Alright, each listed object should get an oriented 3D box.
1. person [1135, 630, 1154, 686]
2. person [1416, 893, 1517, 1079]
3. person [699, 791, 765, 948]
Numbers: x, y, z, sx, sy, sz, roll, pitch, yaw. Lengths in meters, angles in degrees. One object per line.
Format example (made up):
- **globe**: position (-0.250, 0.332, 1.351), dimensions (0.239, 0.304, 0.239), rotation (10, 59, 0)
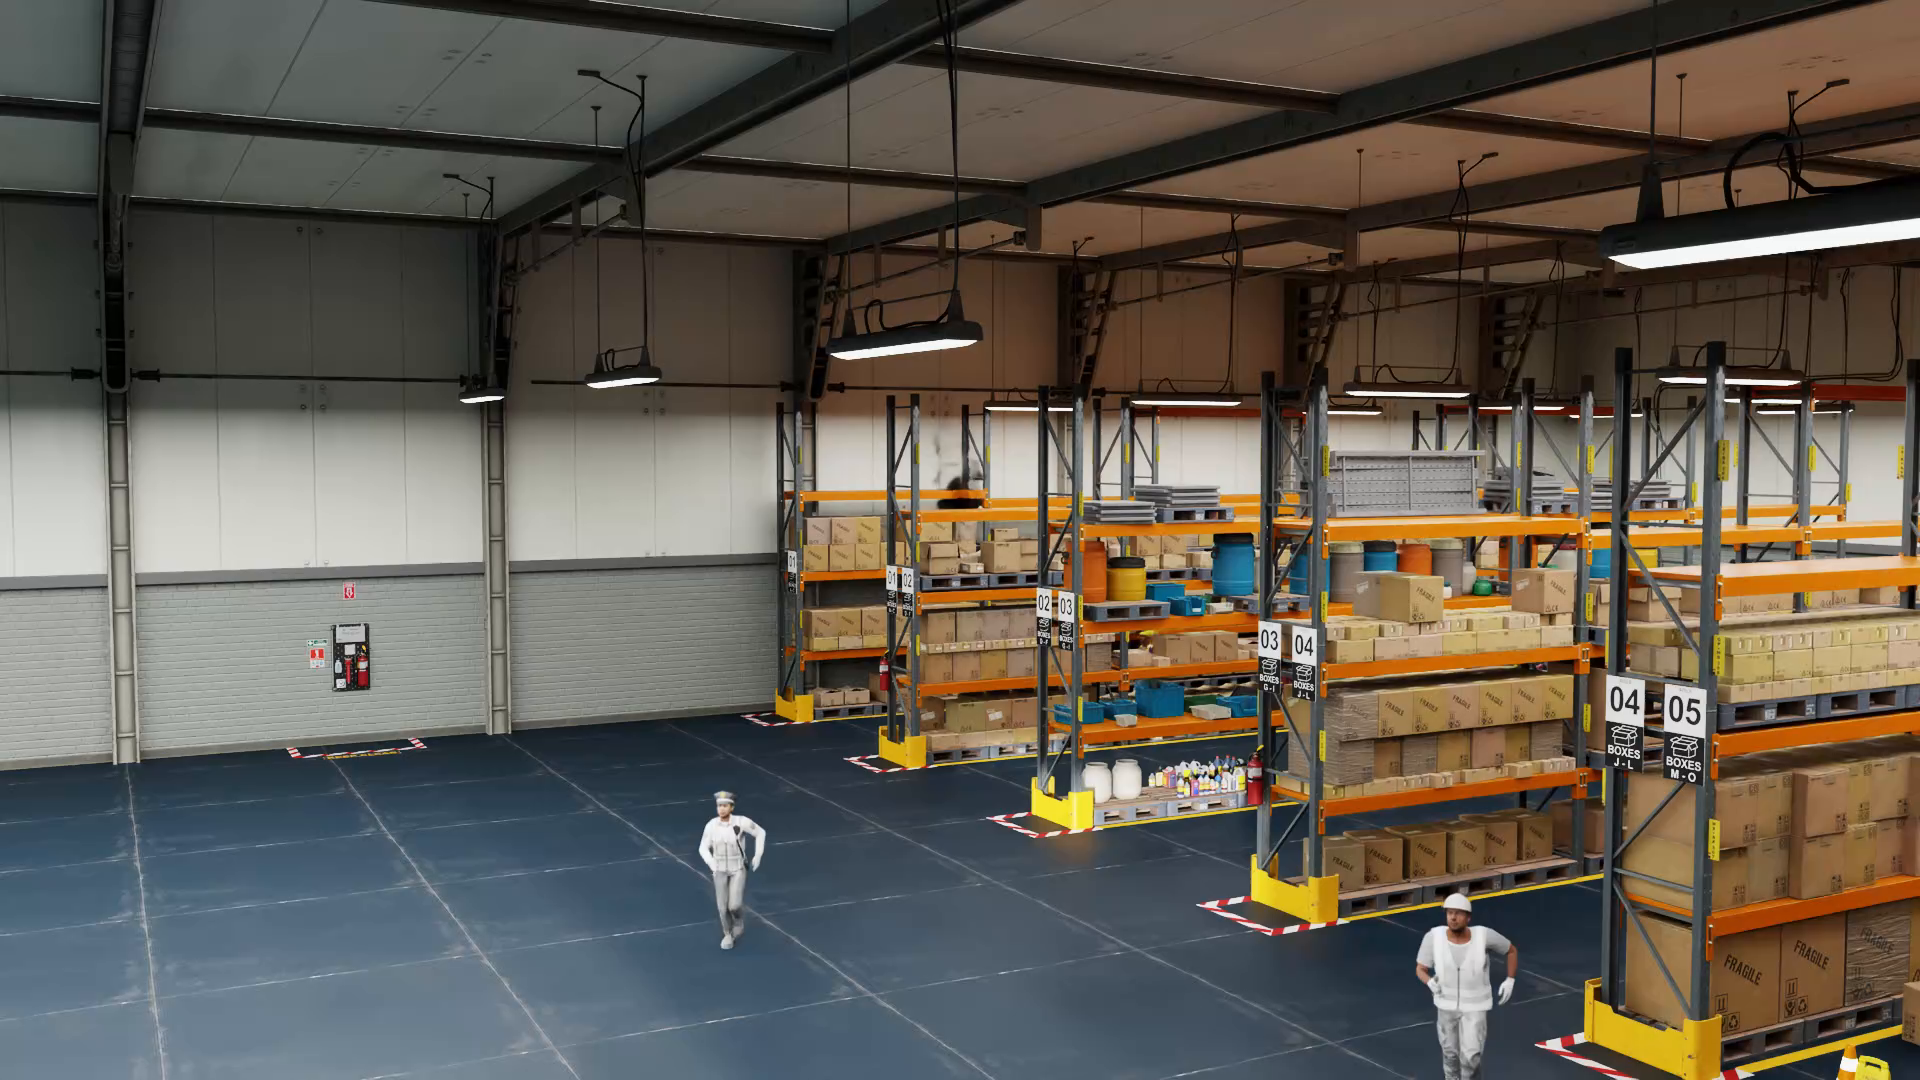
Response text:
- **person**: position (3.438, 2.531, 31.234), dimensions (0.586, 1.724, 0.691), rotation (-2, 4, -28)
- **person**: position (3.820, 3.553, 12.613), dimensions (0.695, 1.762, 0.858), rotation (2, 4, 29)
- **person**: position (-2.342, 3.378, 16.980), dimensions (0.639, 1.658, 0.679), rotation (0, 3, 5)
